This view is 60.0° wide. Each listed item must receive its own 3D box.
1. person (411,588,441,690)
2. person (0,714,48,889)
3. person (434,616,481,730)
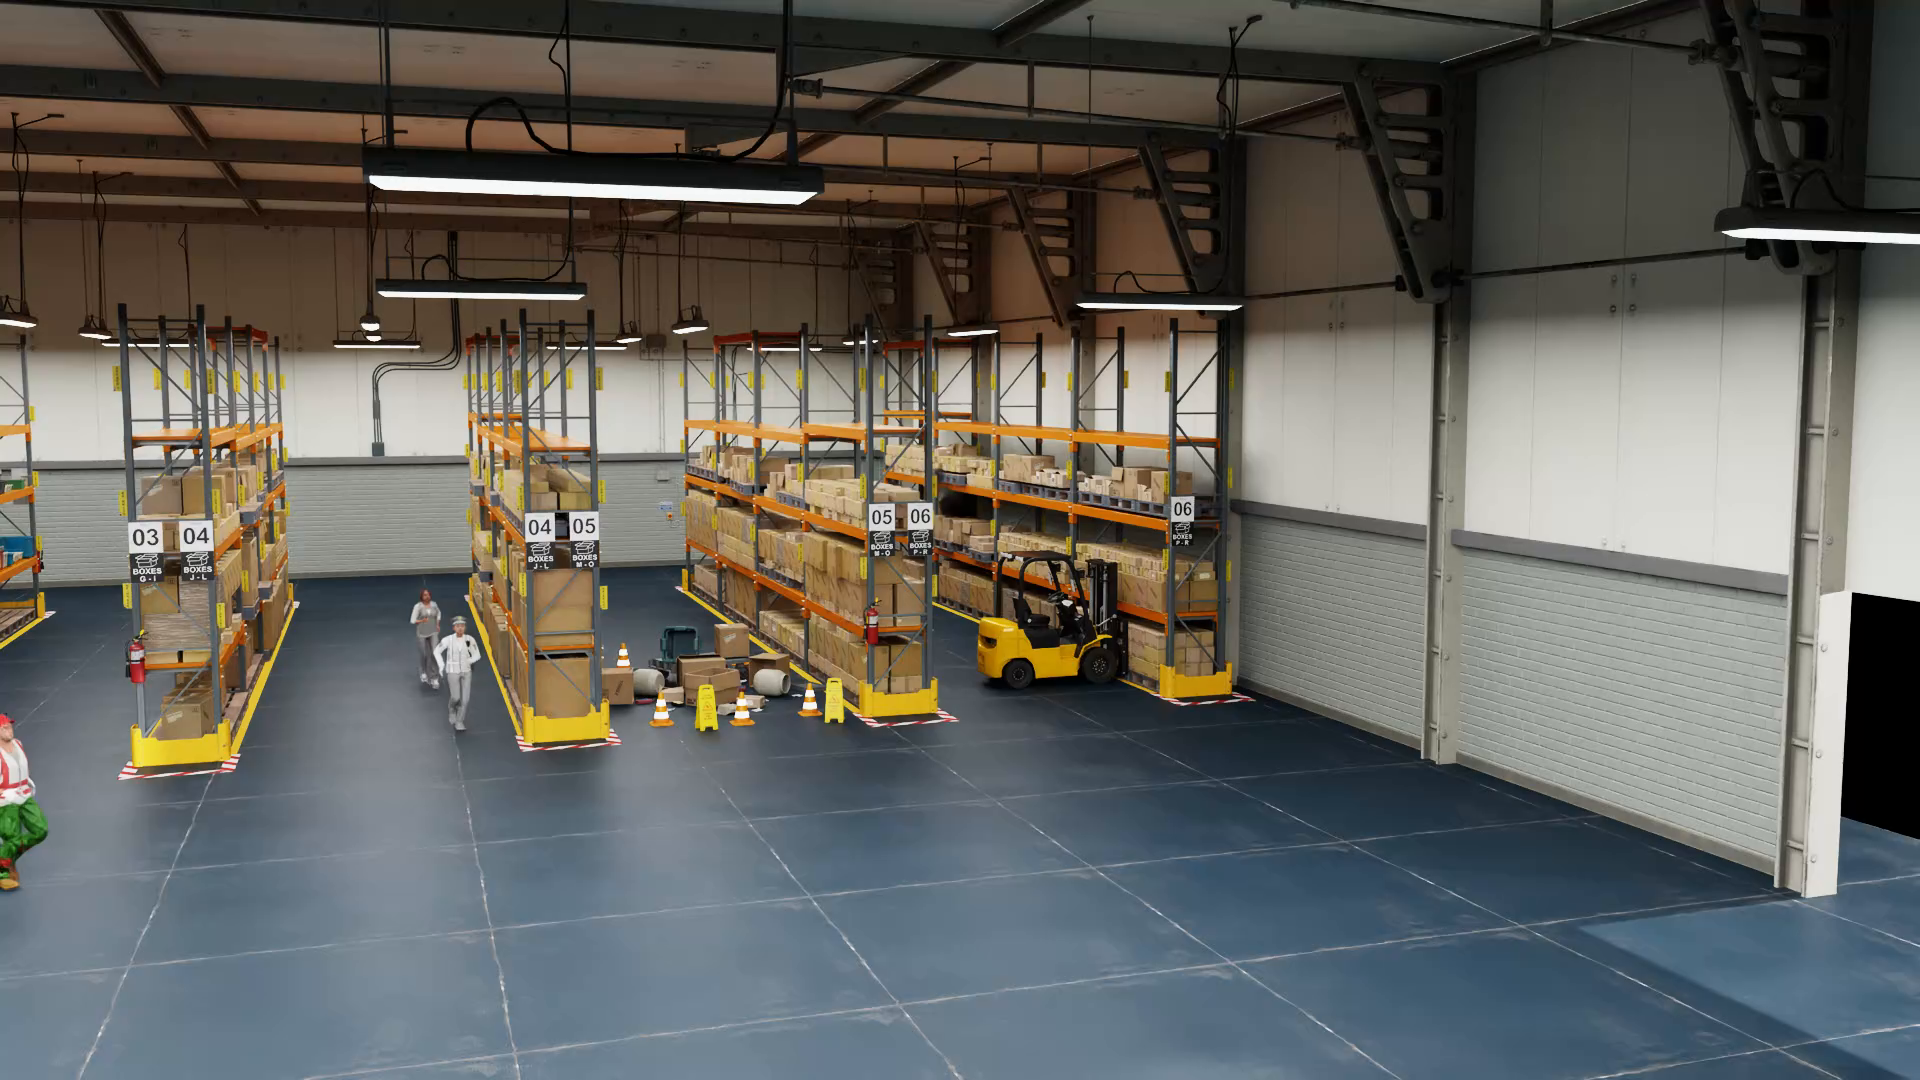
[{"bbox_3d":[-8.765,1.603,27.341,0.524,1.635,0.719,-3,6,-28],"label":"person"},{"bbox_3d":[-9.345,2.577,16.429,0.530,1.742,0.670,1,6,12],"label":"person"},{"bbox_3d":[-7.184,1.912,23.862,0.615,1.656,0.552,-3,6,-27],"label":"person"}]
